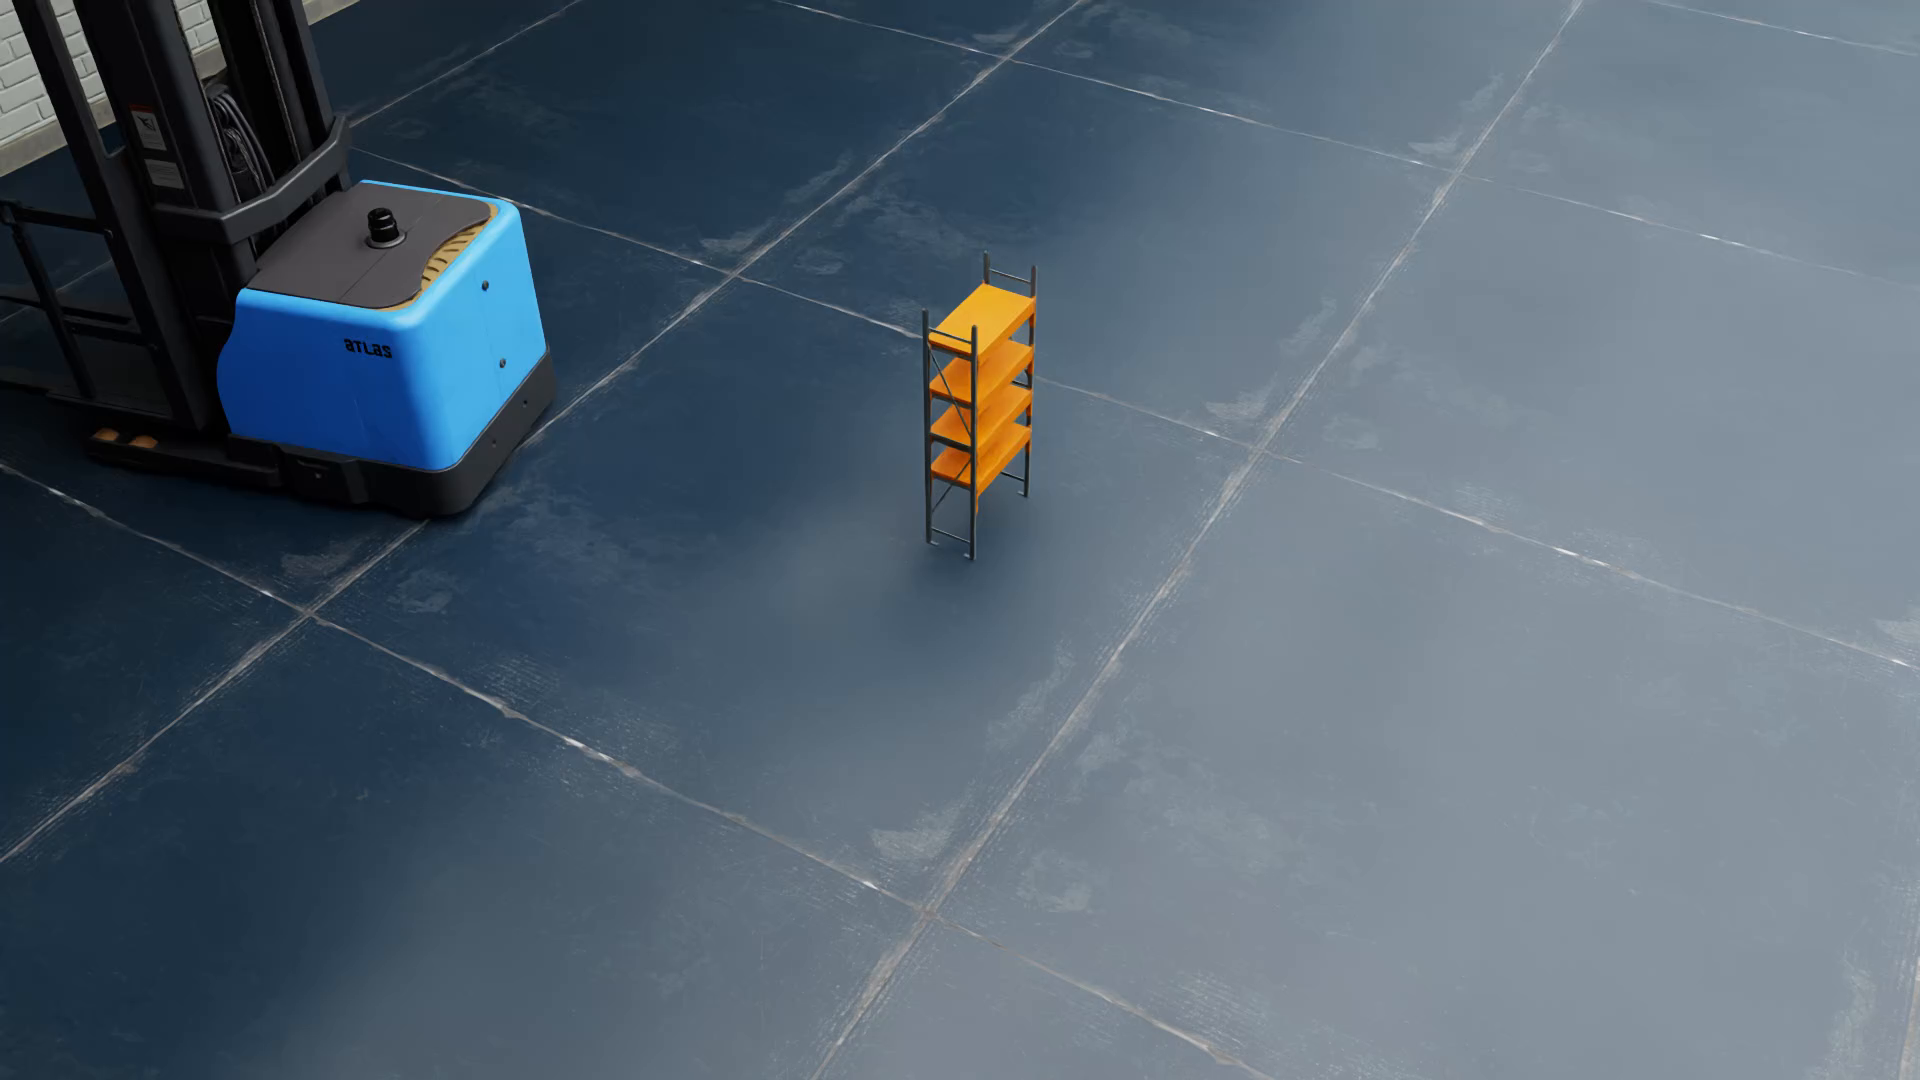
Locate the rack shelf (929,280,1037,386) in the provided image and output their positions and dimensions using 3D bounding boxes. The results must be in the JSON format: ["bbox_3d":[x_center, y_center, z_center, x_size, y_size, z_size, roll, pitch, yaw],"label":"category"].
[{"bbox_3d":[0.083,-0.840,6.701,0.258,0.148,0.480,21,45,22],"label":"rack shelf"}]

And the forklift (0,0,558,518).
[{"bbox_3d":[-3.500,-1.738,7.006,3.031,2.935,1.130,10,42,12],"label":"forklift"}]

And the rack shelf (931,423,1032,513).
[{"bbox_3d":[0.083,-0.345,7.137,0.258,0.148,0.480,21,45,22],"label":"rack shelf"}]

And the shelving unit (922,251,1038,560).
[{"bbox_3d":[0.083,-0.545,6.961,0.258,1.200,0.503,21,45,22],"label":"shelving unit"}]

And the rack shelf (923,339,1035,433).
[{"bbox_3d":[0.083,-0.662,6.858,0.258,0.148,0.480,21,45,22],"label":"rack shelf"}]

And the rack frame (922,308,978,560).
[{"bbox_3d":[-0.039,-0.405,6.802,0.240,1.200,0.015,21,45,22],"label":"rack frame"}]

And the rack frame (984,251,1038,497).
[{"bbox_3d":[0.205,-0.685,7.120,0.240,1.200,0.015,21,45,22],"label":"rack frame"}]

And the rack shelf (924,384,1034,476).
[{"bbox_3d":[0.083,-0.495,7.005,0.258,0.148,0.480,21,45,22],"label":"rack shelf"}]
